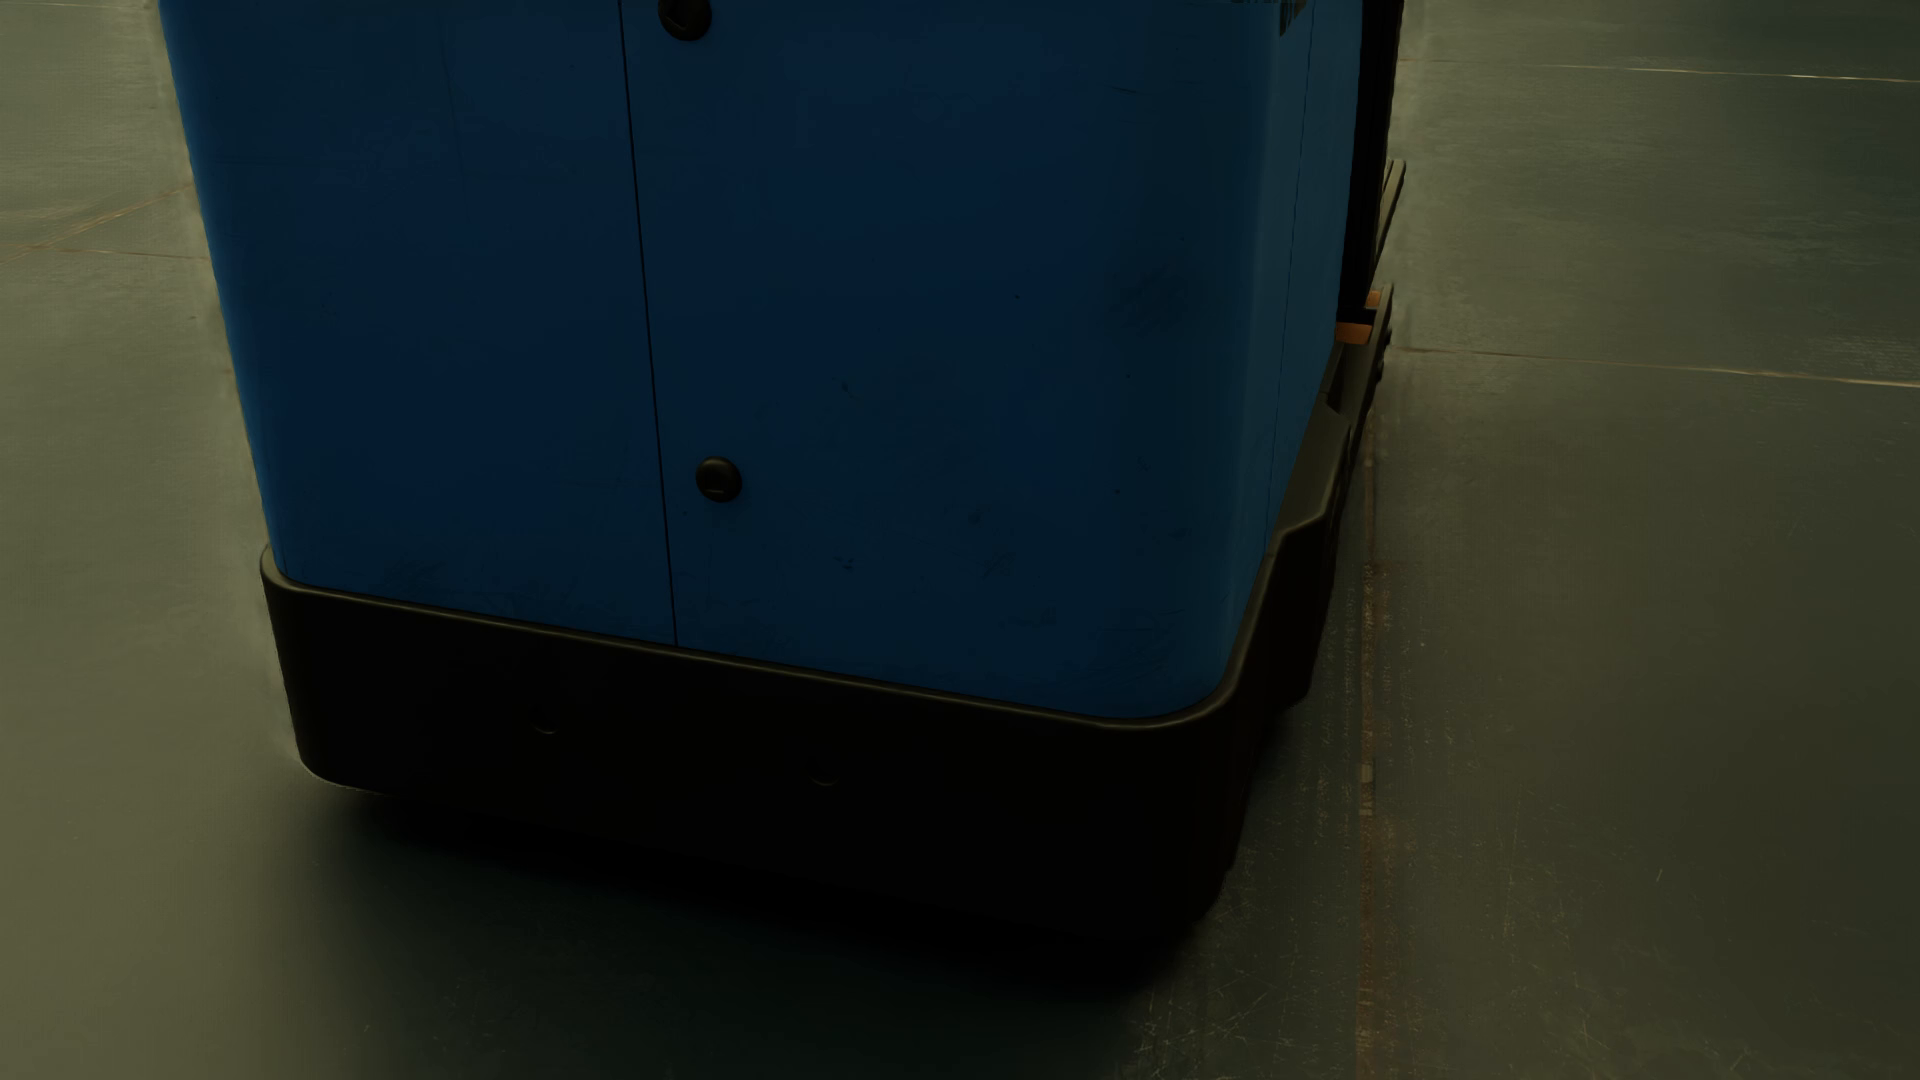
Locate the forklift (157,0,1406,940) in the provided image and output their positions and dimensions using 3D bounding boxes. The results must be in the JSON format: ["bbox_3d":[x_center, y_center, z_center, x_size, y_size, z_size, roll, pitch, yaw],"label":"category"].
[{"bbox_3d":[0.177,-1.572,2.362,1.130,2.935,3.031,8,28,15],"label":"forklift"}]
